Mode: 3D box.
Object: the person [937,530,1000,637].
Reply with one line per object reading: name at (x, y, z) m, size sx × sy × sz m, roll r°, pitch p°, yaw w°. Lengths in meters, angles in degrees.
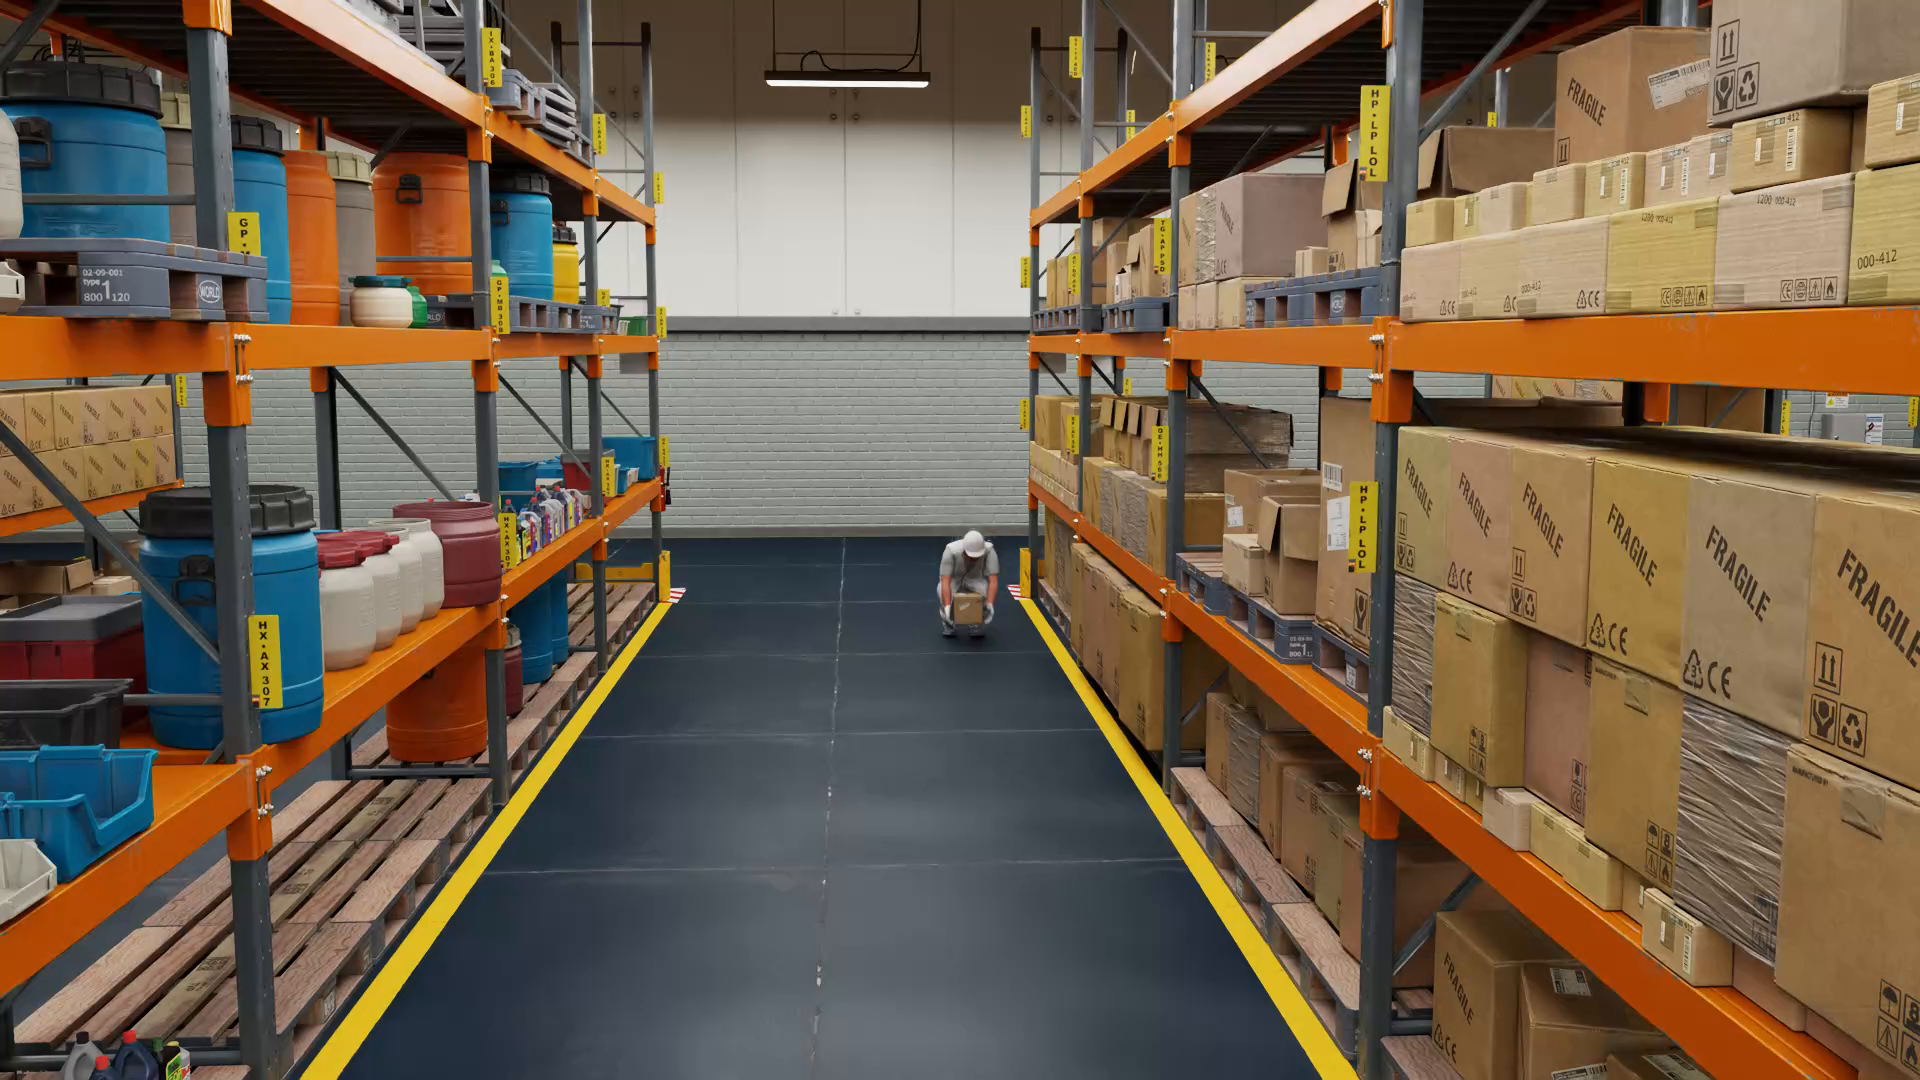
person at (0.071, 0.396, 15.515) m, size 0.575 × 1.037 × 0.873 m, roll 0°, pitch 7°, yaw -4°
